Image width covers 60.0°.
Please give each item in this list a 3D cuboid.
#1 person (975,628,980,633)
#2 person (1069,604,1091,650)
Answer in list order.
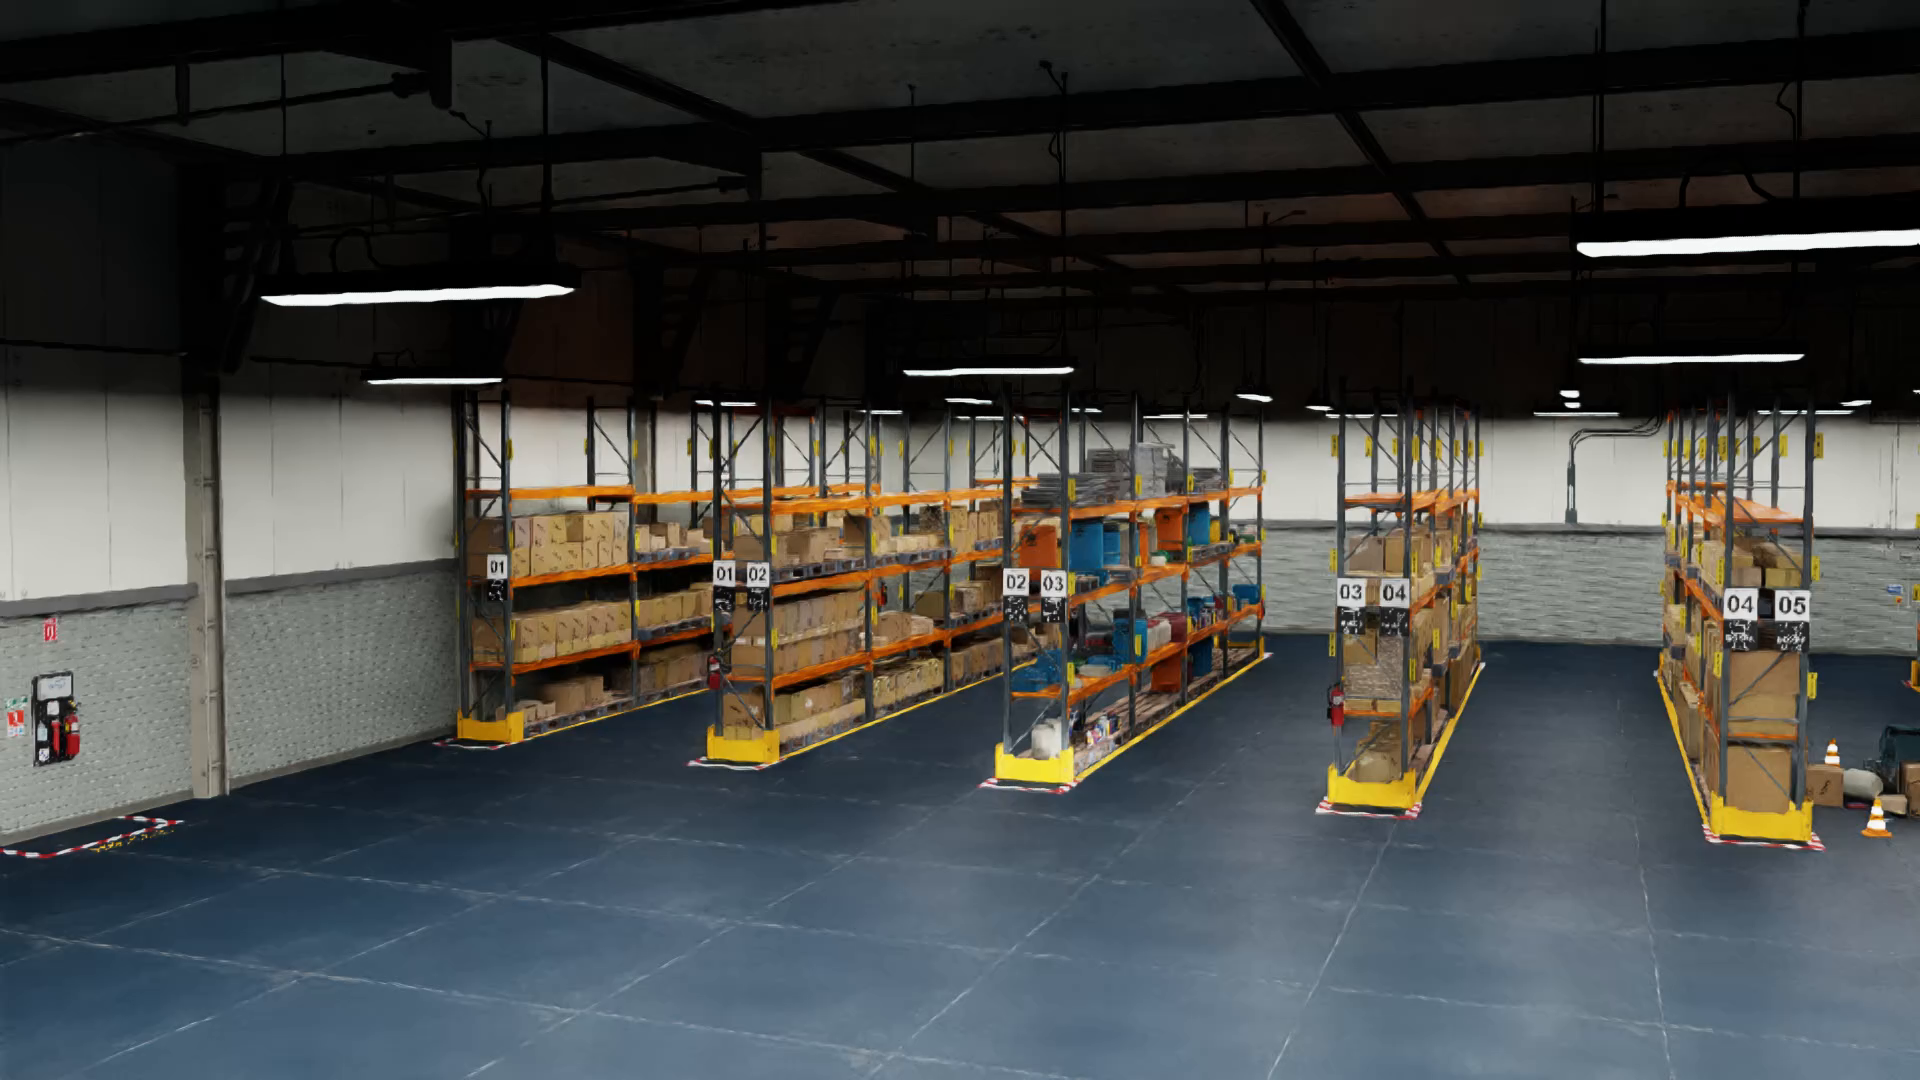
[{"bbox_3d":[0.480,1.770,44.131,0.566,1.588,0.397,-3,4,-45],"label":"person"},{"bbox_3d":[2.600,2.122,37.268,0.677,1.674,0.534,1,3,18],"label":"person"}]
